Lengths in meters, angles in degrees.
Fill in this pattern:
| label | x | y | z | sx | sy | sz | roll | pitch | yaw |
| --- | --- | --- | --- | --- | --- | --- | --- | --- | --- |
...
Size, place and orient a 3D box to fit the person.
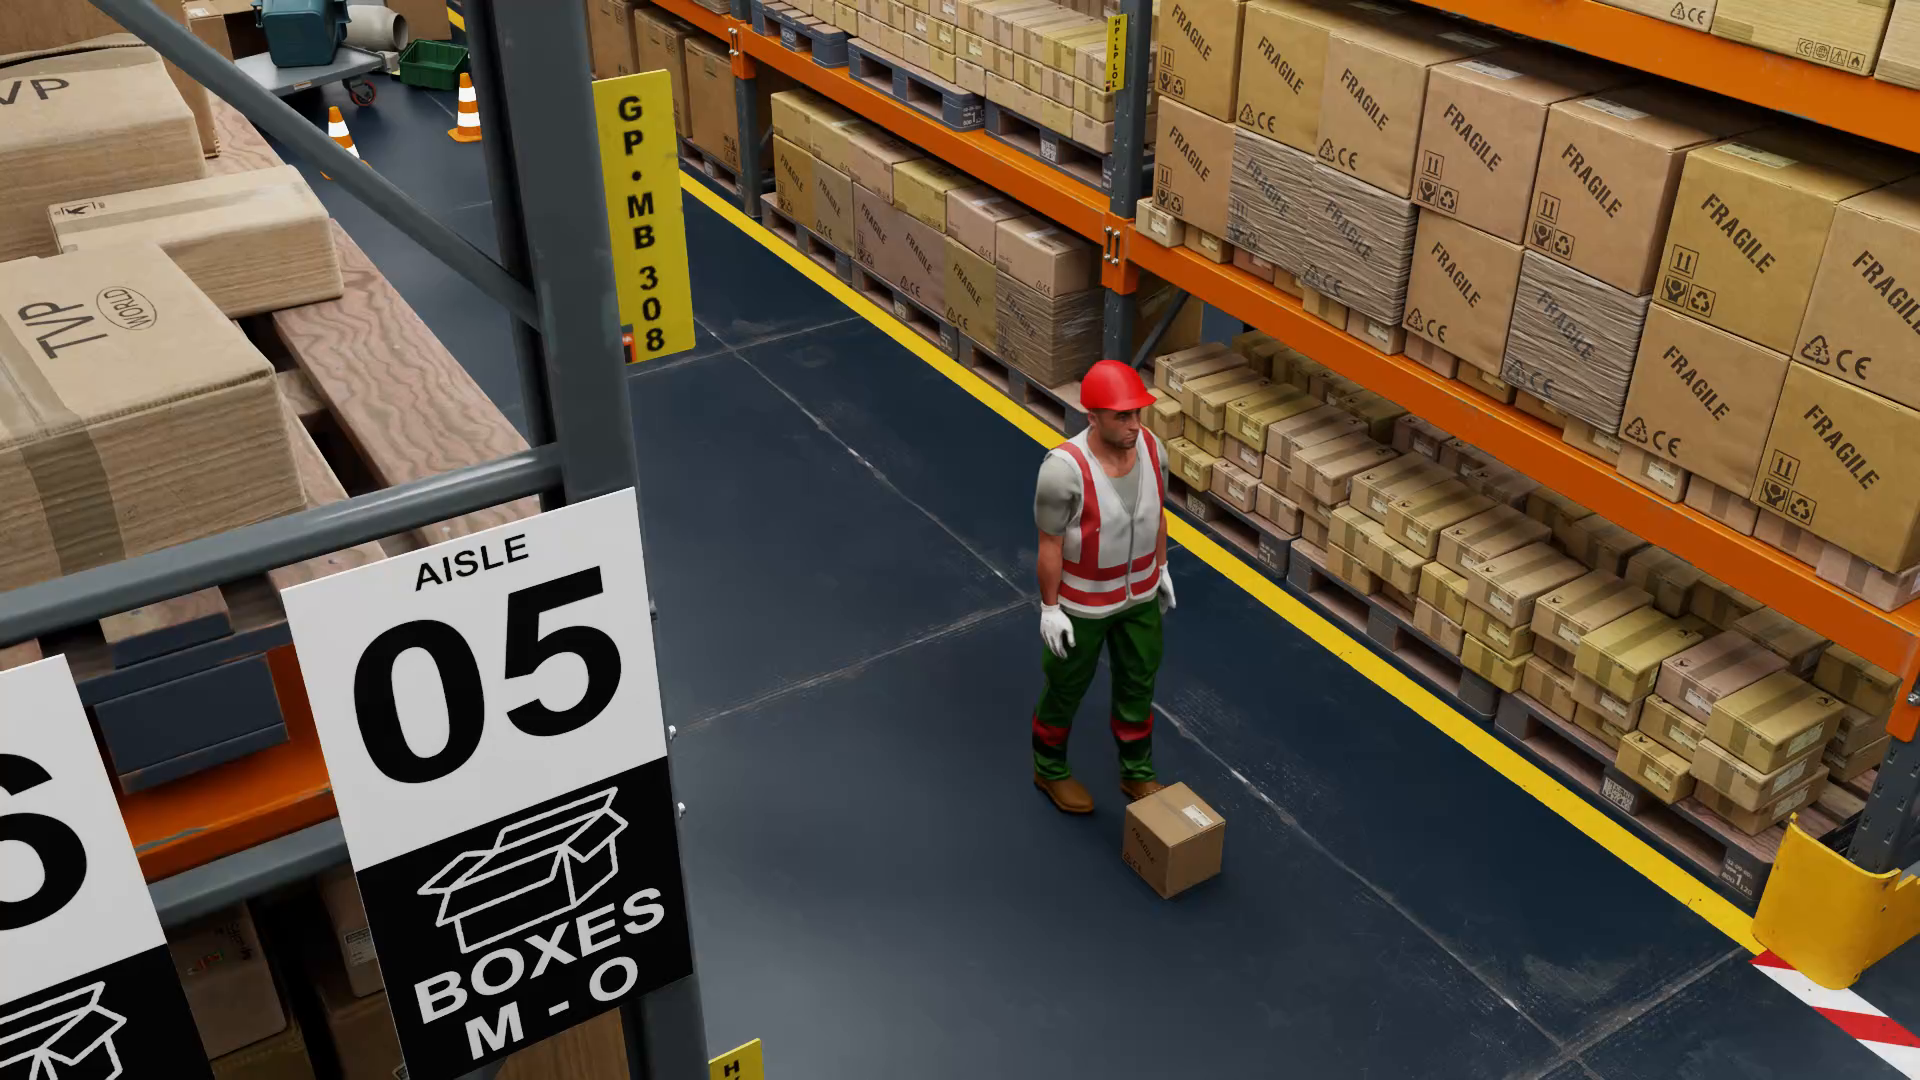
| label | x | y | z | sx | sy | sz | roll | pitch | yaw |
| --- | --- | --- | --- | --- | --- | --- | --- | --- | --- |
| person | 0.544 | 0.219 | 5.766 | 0.537 | 1.796 | 0.509 | -18 | 37 | -26 |
